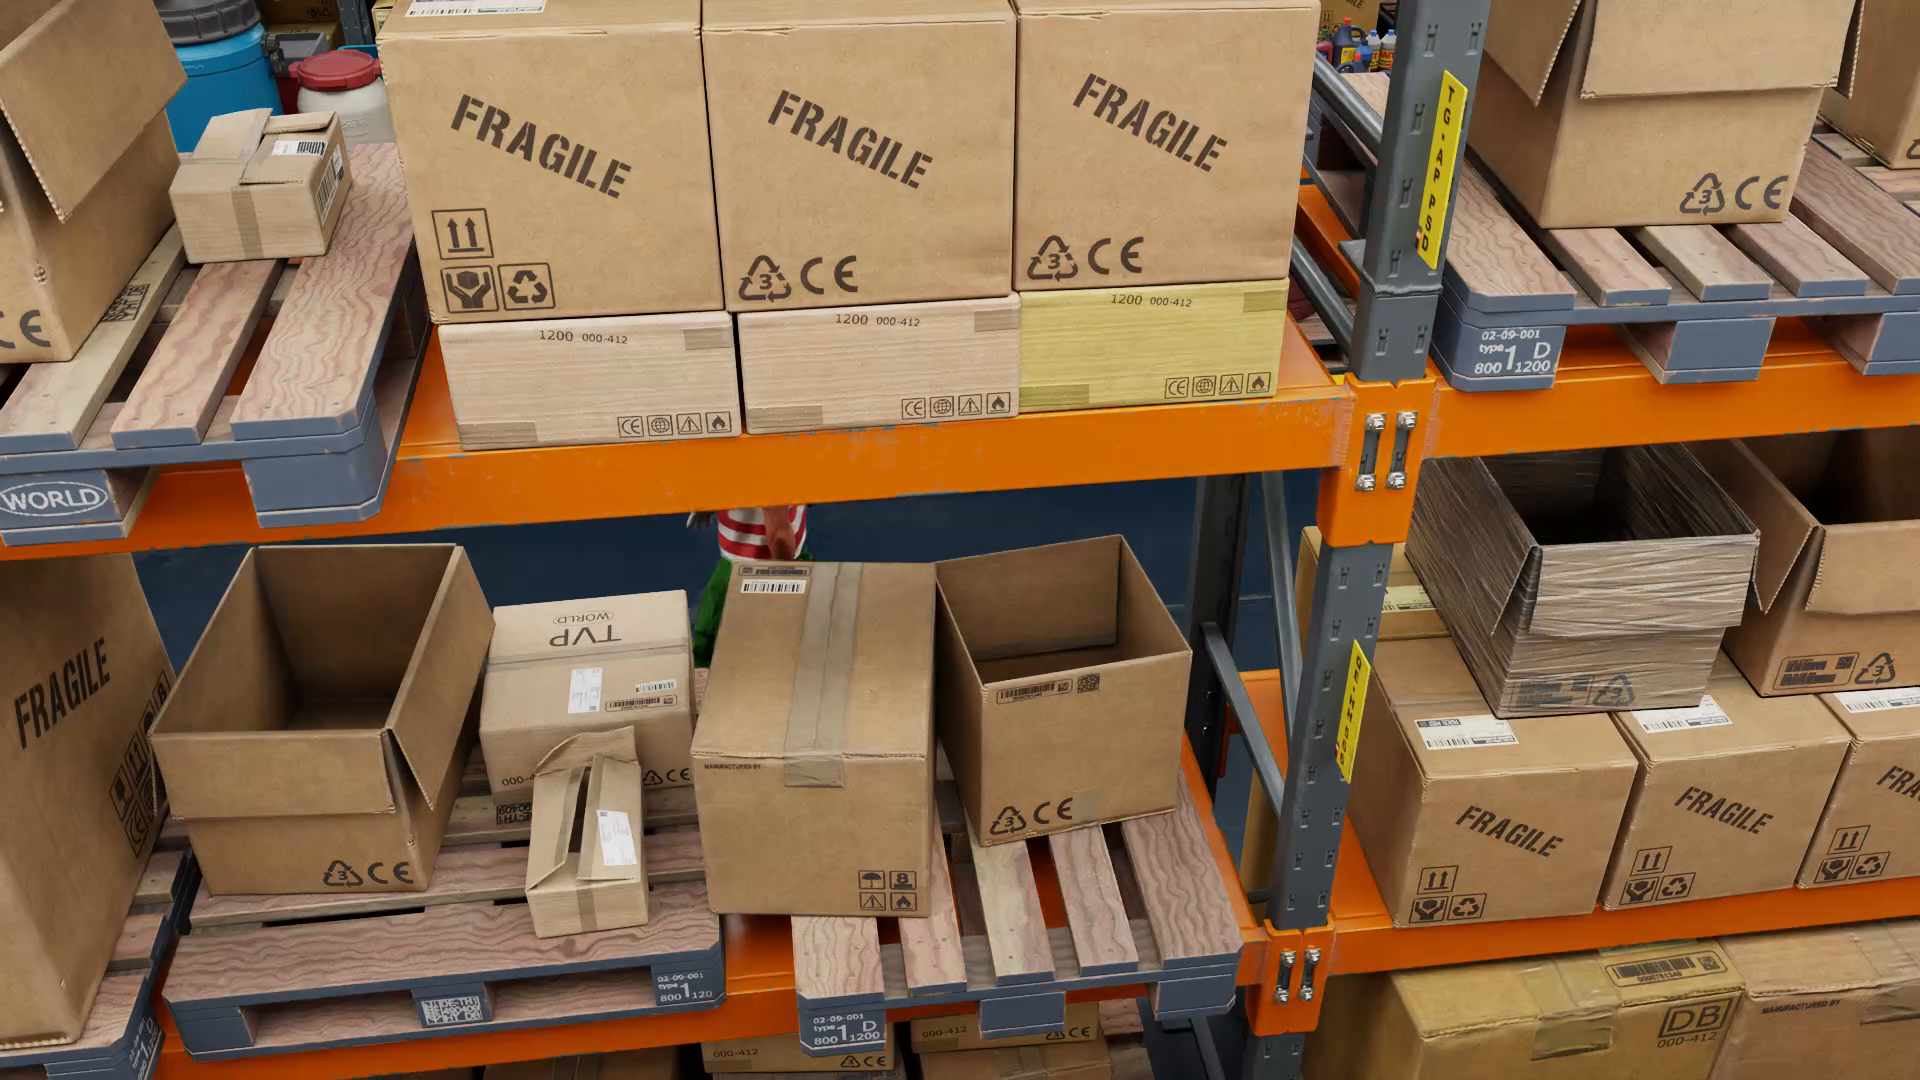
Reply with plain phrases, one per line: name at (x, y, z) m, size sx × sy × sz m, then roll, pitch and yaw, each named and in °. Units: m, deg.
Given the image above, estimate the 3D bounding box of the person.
person at (-0.822, -0.016, 6.110) m, size 1.035 × 1.724 × 0.540 m, roll 2°, pitch 35°, yaw 3°
